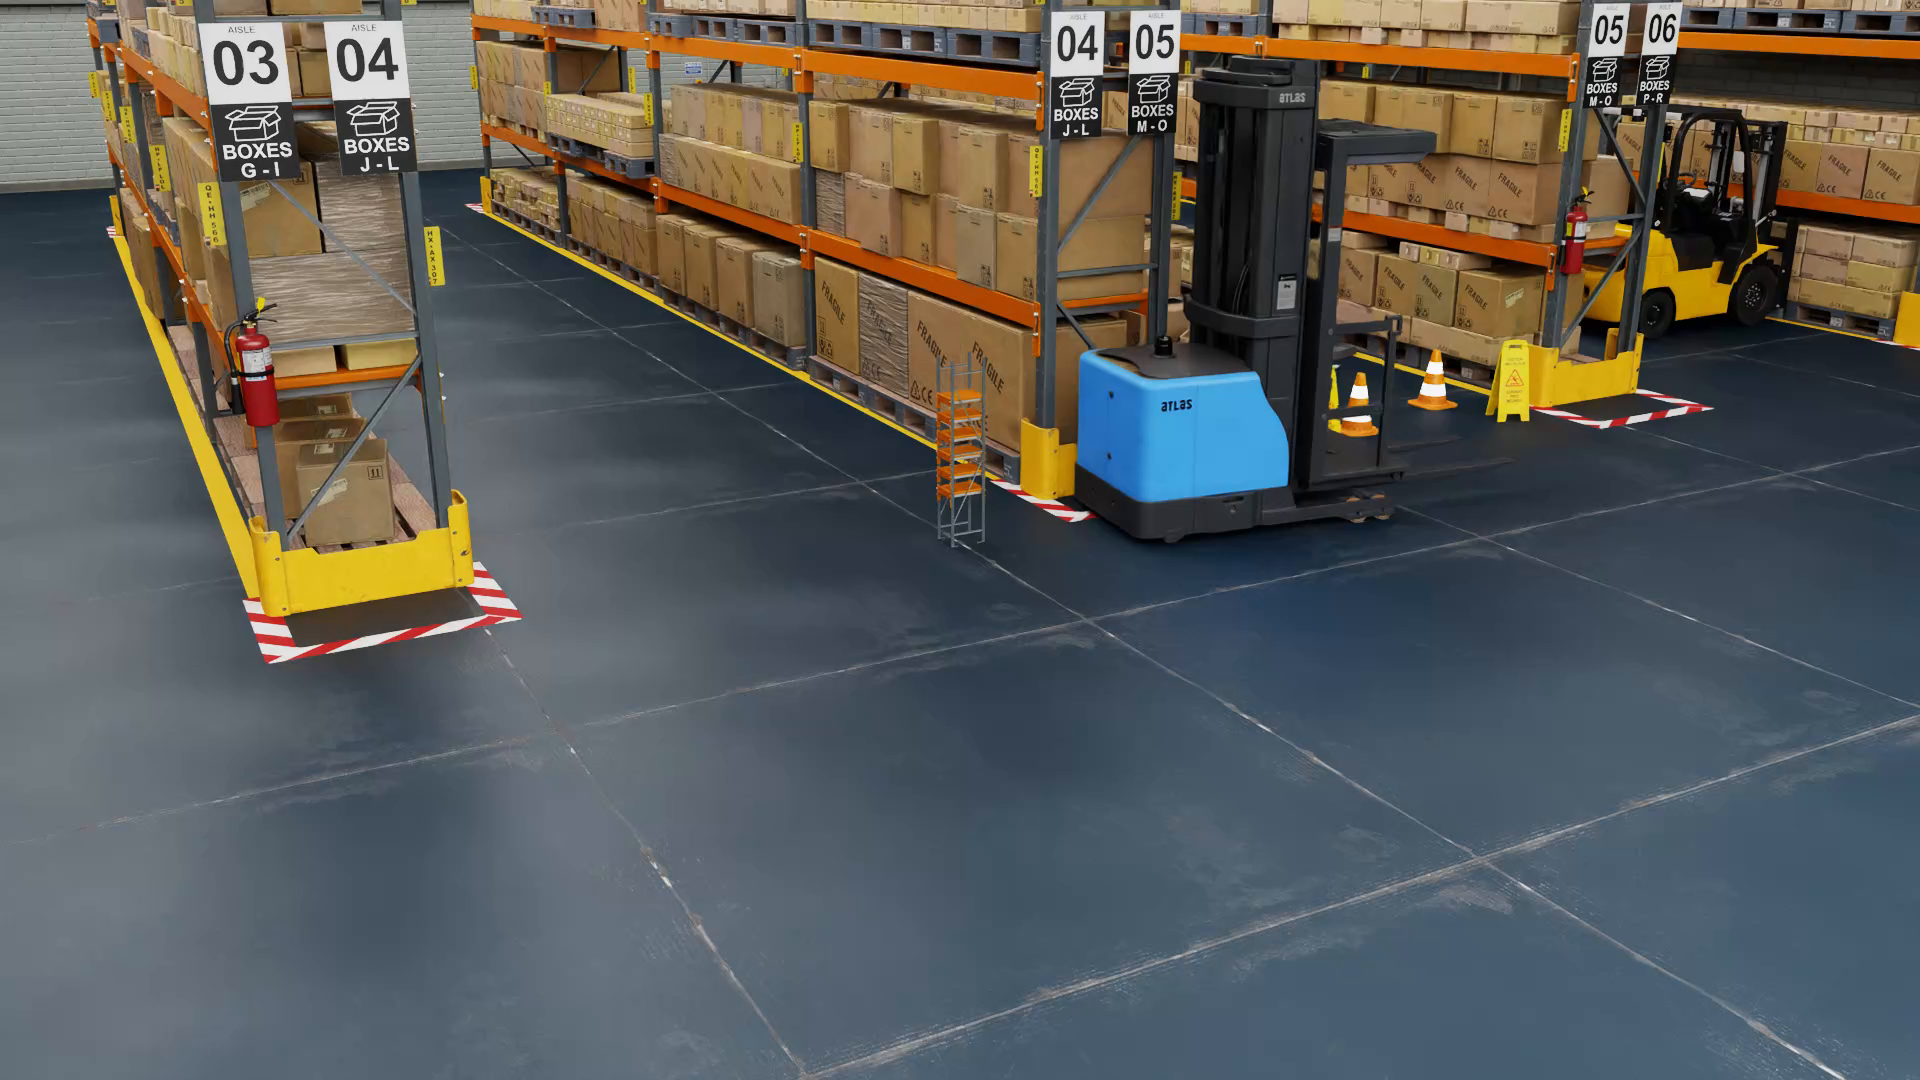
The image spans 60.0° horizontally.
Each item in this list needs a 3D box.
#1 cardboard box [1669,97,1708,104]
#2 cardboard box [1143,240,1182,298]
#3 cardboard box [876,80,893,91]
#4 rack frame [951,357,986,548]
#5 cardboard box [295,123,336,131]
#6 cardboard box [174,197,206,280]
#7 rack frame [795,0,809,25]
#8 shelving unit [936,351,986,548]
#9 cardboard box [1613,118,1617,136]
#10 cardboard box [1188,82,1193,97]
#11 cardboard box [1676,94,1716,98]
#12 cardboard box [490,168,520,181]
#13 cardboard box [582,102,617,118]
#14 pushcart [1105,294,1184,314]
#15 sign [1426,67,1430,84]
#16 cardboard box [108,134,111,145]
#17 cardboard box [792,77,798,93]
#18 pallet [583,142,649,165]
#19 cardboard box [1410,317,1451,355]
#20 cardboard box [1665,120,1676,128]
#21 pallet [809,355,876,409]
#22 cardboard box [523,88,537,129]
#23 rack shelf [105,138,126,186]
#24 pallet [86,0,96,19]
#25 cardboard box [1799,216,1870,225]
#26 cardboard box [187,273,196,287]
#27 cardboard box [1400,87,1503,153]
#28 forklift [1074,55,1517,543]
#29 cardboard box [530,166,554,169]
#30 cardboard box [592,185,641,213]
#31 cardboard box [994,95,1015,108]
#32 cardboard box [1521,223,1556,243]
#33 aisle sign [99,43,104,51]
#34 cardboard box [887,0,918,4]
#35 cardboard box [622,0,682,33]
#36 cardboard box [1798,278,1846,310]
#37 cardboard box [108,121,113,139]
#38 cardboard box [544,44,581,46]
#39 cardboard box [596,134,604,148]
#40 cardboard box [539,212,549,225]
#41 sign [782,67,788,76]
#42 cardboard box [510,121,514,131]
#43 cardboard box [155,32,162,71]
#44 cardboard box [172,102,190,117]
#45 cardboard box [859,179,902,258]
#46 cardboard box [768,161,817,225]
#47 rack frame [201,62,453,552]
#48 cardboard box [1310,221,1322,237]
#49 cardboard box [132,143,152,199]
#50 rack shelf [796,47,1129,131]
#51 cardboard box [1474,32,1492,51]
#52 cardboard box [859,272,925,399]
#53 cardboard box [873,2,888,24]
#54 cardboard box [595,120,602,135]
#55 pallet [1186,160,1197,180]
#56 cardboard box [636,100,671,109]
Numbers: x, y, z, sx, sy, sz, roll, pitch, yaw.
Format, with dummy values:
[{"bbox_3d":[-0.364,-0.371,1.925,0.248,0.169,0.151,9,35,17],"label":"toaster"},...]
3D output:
[{"bbox_3d":[7.983,-4.771,18.256,0.380,0.149,0.250,-10,22,-28],"label":"cardboard box"},{"bbox_3d":[1.841,-2.669,16.440,0.500,0.500,0.500,-10,21,-27],"label":"cardboard box"},{"bbox_3d":[-0.872,-6.686,23.724,0.500,0.500,0.500,-10,21,-27],"label":"cardboard box"},{"bbox_3d":[0.050,-0.537,10.348,0.240,1.200,0.006,-10,21,-27],"label":"rack frame"},{"bbox_3d":[-4.397,-2.529,11.220,0.500,0.500,0.500,-10,21,-27],"label":"cardboard box"},{"bbox_3d":[-4.962,-2.142,11.632,0.875,0.500,0.500,-10,21,-27],"label":"cardboard box"},{"bbox_3d":[-0.915,-5.817,13.695,1.000,3.000,0.127,-10,21,-27],"label":"rack frame"},{"bbox_3d":[0.007,-0.563,10.424,0.258,1.200,0.189,-10,21,-27],"label":"shelving unit"},{"bbox_3d":[7.302,-4.814,19.447,0.500,0.250,0.500,-10,22,-28],"label":"cardboard box"},{"bbox_3d":[2.637,-4.764,17.590,0.380,0.149,0.250,-11,22,-28],"label":"cardboard box"},{"bbox_3d":[8.260,-4.918,18.683,0.380,0.149,0.250,-11,22,-28],"label":"cardboard box"},{"bbox_3d":[-6.663,-5.355,24.367,0.380,0.149,0.250,-11,22,-29],"label":"cardboard box"},{"bbox_3d":[-4.185,-5.007,19.372,0.380,0.149,0.250,-9,21,-25],"label":"cardboard box"},{"bbox_3d":[1.411,-2.170,16.342,0.936,0.377,1.648,16,25,39],"label":"pushcart"},{"bbox_3d":[6.348,-6.330,22.601,0.100,0.325,0.005,-10,21,-27],"label":"sign"},{"bbox_3d":[-10.658,-5.121,21.257,0.380,0.149,0.250,-10,22,-28],"label":"cardboard box"},{"bbox_3d":[-2.329,-7.087,26.418,0.500,0.500,0.500,-10,21,-27],"label":"cardboard box"},{"bbox_3d":[-3.790,-4.601,19.661,1.003,0.211,1.213,-10,21,-27],"label":"pallet"},{"bbox_3d":[4.433,-1.868,15.018,0.500,0.250,0.500,-10,21,-26],"label":"cardboard box"},{"bbox_3d":[7.953,-4.624,18.286,0.380,0.149,0.250,-10,21,-27],"label":"cardboard box"},{"bbox_3d":[-0.622,-1.433,14.460,1.003,0.211,1.213,-10,21,-27],"label":"pallet"},{"bbox_3d":[-5.437,-5.710,21.972,0.500,0.500,0.500,-11,22,-28],"label":"cardboard box"},{"bbox_3d":[-10.076,-4.773,20.967,1.077,0.370,4.000,-10,21,-27],"label":"rack shelf"},{"bbox_3d":[-10.665,-6.852,21.427,1.003,0.211,1.213,-10,21,-27],"label":"pallet"},{"bbox_3d":[9.130,-3.226,17.419,0.500,0.250,0.500,-10,21,-27],"label":"cardboard box"},{"bbox_3d":[-5.383,-1.941,12.044,0.380,0.149,0.250,-10,21,-27],"label":"cardboard box"},{"bbox_3d":[4.292,-3.679,14.553,0.700,0.500,0.500,-10,22,-27],"label":"cardboard box"},{"bbox_3d":[2.342,-1.649,10.918,3.031,2.935,1.130,-7,20,-20],"label":"forklift"},{"bbox_3d":[-6.139,-5.446,24.629,0.380,0.149,0.250,-10,21,-26],"label":"cardboard box"},{"bbox_3d":[-4.102,-4.097,19.944,0.500,0.250,0.500,-9,21,-25],"label":"cardboard box"},{"bbox_3d":[0.768,-5.699,20.863,0.500,0.500,0.500,-10,21,-26],"label":"cardboard box"},{"bbox_3d":[4.927,-2.584,13.908,0.380,0.149,0.250,-9,21,-25],"label":"cardboard box"},{"bbox_3d":[-11.324,-6.890,22.015,0.394,0.787,0.004,-10,21,-27],"label":"aisle sign"},{"bbox_3d":[-0.207,-4.097,12.283,0.500,0.250,0.500,-10,21,-26],"label":"cardboard box"},{"bbox_3d":[-3.309,-5.720,17.856,0.500,0.500,0.500,-10,21,-27],"label":"cardboard box"},{"bbox_3d":[8.931,-2.528,16.930,0.500,0.250,0.500,-10,21,-27],"label":"cardboard box"},{"bbox_3d":[-10.295,-5.135,20.689,0.500,0.250,0.500,-10,22,-28],"label":"cardboard box"},{"bbox_3d":[-5.427,-6.549,22.871,0.500,0.500,0.500,-11,22,-29],"label":"cardboard box"},{"bbox_3d":[-3.936,-4.574,19.031,0.380,0.149,0.250,-11,22,-29],"label":"cardboard box"},{"bbox_3d":[-5.432,-4.342,22.343,0.380,0.149,0.250,-11,22,-28],"label":"cardboard box"},{"bbox_3d":[-2.796,-7.584,26.564,0.100,0.325,0.005,-10,21,-27],"label":"sign"},{"bbox_3d":[-6.066,-5.802,23.231,0.380,0.149,0.250,-10,22,-28],"label":"cardboard box"},{"bbox_3d":[-5.084,-3.269,11.139,0.500,0.250,0.500,-10,22,-27],"label":"cardboard box"},{"bbox_3d":[-5.582,-2.974,13.088,1.000,1.000,1.000,-10,21,-26],"label":"cardboard box"},{"bbox_3d":[-0.295,-2.621,13.398,0.875,0.550,0.550,-10,21,-27],"label":"cardboard box"},{"bbox_3d":[-1.398,-3.137,14.971,0.500,0.500,0.500,-10,21,-27],"label":"cardboard box"},{"bbox_3d":[-3.428,-1.094,9.203,1.000,3.000,0.127,-10,21,-27],"label":"rack frame"},{"bbox_3d":[3.443,-3.081,16.388,0.380,0.149,0.250,-10,21,-26],"label":"cardboard box"},{"bbox_3d":[-7.911,-3.685,16.559,0.500,0.500,0.500,-10,22,-27],"label":"cardboard box"},{"bbox_3d":[0.035,-3.485,12.637,1.077,0.370,4.000,-10,21,-27],"label":"rack shelf"},{"bbox_3d":[4.573,-4.218,14.044,0.380,0.149,0.250,-10,21,-26],"label":"cardboard box"},{"bbox_3d":[-0.246,-1.726,13.648,0.875,0.875,0.875,-10,21,-26],"label":"cardboard box"},{"bbox_3d":[-0.434,-4.004,12.626,0.380,0.149,0.250,-10,21,-27],"label":"cardboard box"},{"bbox_3d":[-3.939,-4.717,18.987,0.380,0.149,0.250,-10,21,-27],"label":"cardboard box"},{"bbox_3d":[3.159,-3.928,17.712,1.003,0.211,1.213,-10,21,-27],"label":"pallet"},{"bbox_3d":[-3.604,-5.103,19.650,0.380,0.149,0.250,-10,22,-27],"label":"cardboard box"}]
